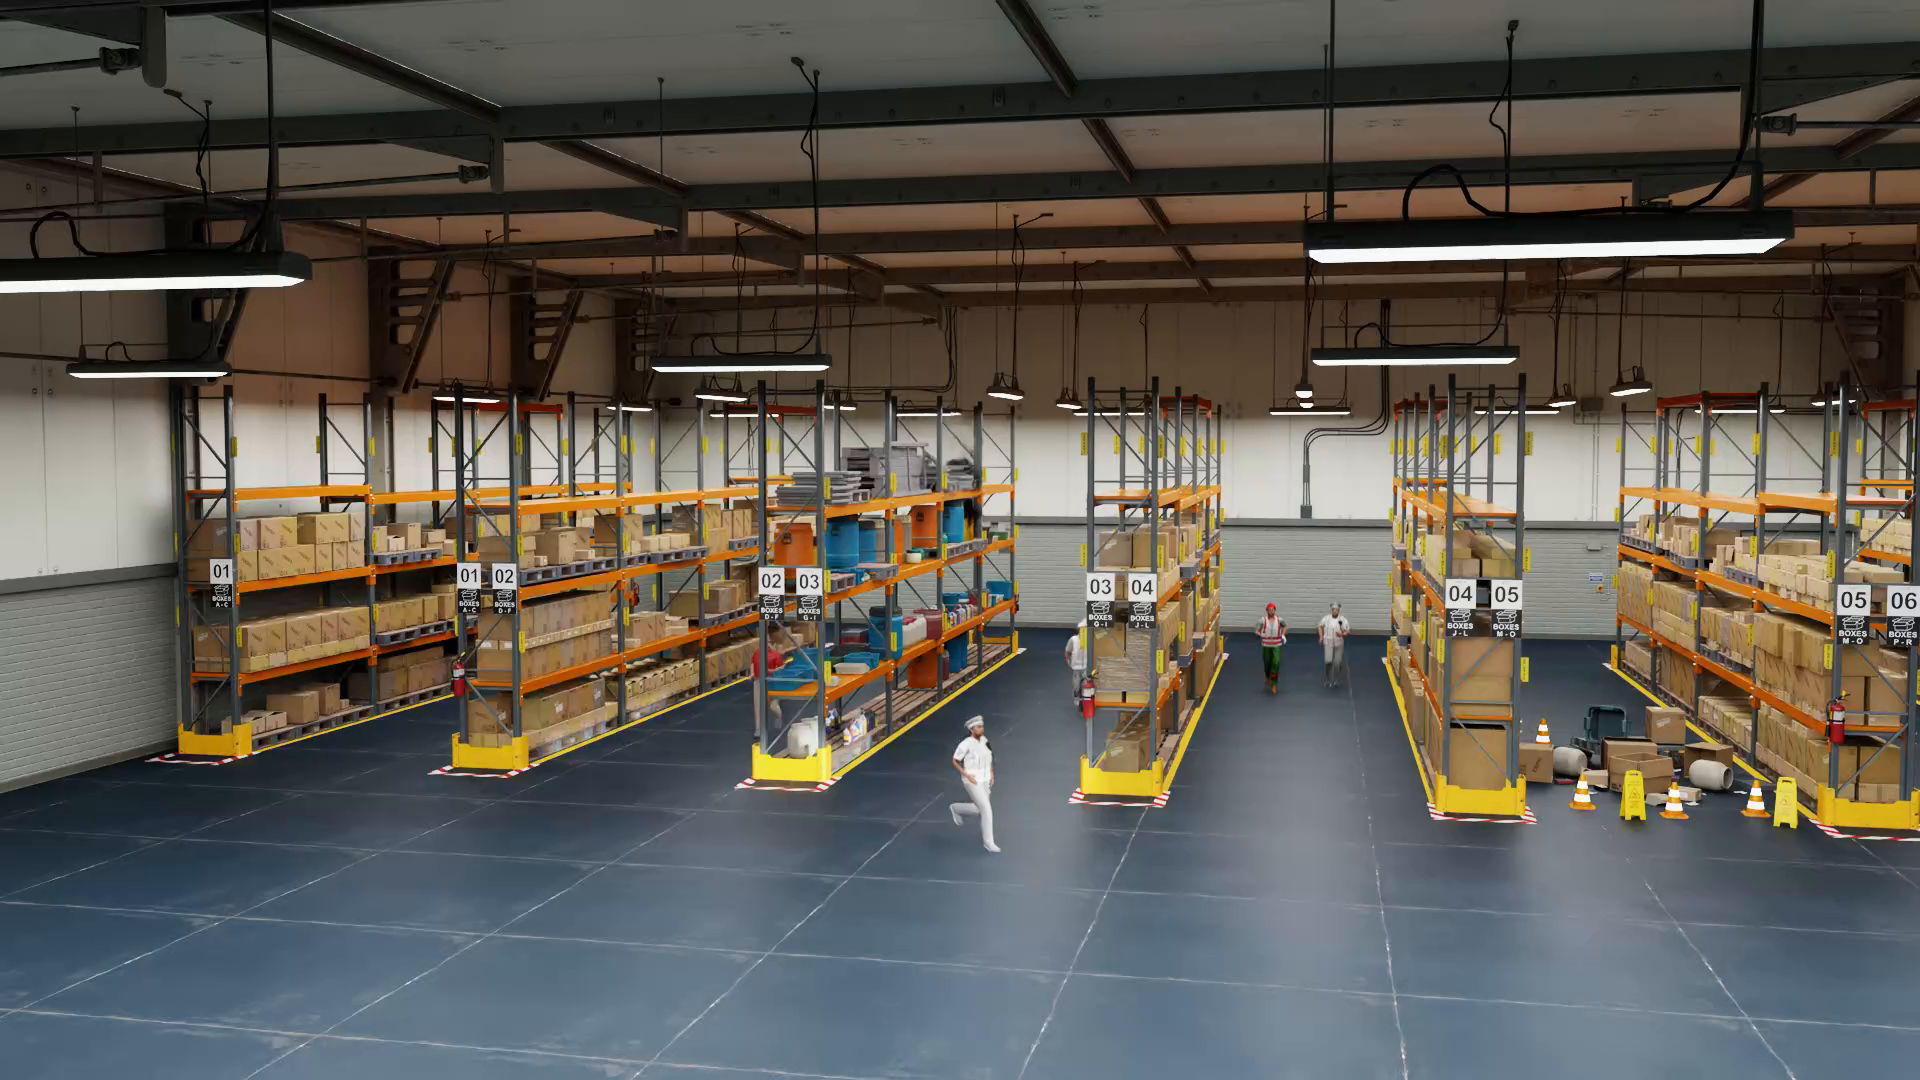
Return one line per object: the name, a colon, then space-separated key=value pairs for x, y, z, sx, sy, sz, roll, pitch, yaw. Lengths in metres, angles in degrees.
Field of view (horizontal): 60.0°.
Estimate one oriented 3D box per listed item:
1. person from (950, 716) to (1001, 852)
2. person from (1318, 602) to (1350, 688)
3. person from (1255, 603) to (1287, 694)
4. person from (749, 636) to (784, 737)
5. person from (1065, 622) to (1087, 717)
person: x=0.178 y=3.028 z=20.837 sx=0.886 sy=1.684 sz=0.566 roll=3 pitch=4 yaw=39
person: x=7.764 y=2.192 z=34.535 sx=0.638 sy=1.799 sz=0.704 roll=1 pitch=3 yaw=12
person: x=6.365 y=2.187 z=34.030 sx=0.653 sy=1.799 sz=0.987 roll=1 pitch=3 yaw=9
person: x=-3.373 y=2.520 z=28.887 sx=0.660 sy=1.698 sz=0.953 roll=1 pitch=3 yaw=10
person: x=2.289 y=2.389 z=31.047 sx=0.671 sy=1.753 sz=0.857 roll=0 pitch=3 yaw=0
